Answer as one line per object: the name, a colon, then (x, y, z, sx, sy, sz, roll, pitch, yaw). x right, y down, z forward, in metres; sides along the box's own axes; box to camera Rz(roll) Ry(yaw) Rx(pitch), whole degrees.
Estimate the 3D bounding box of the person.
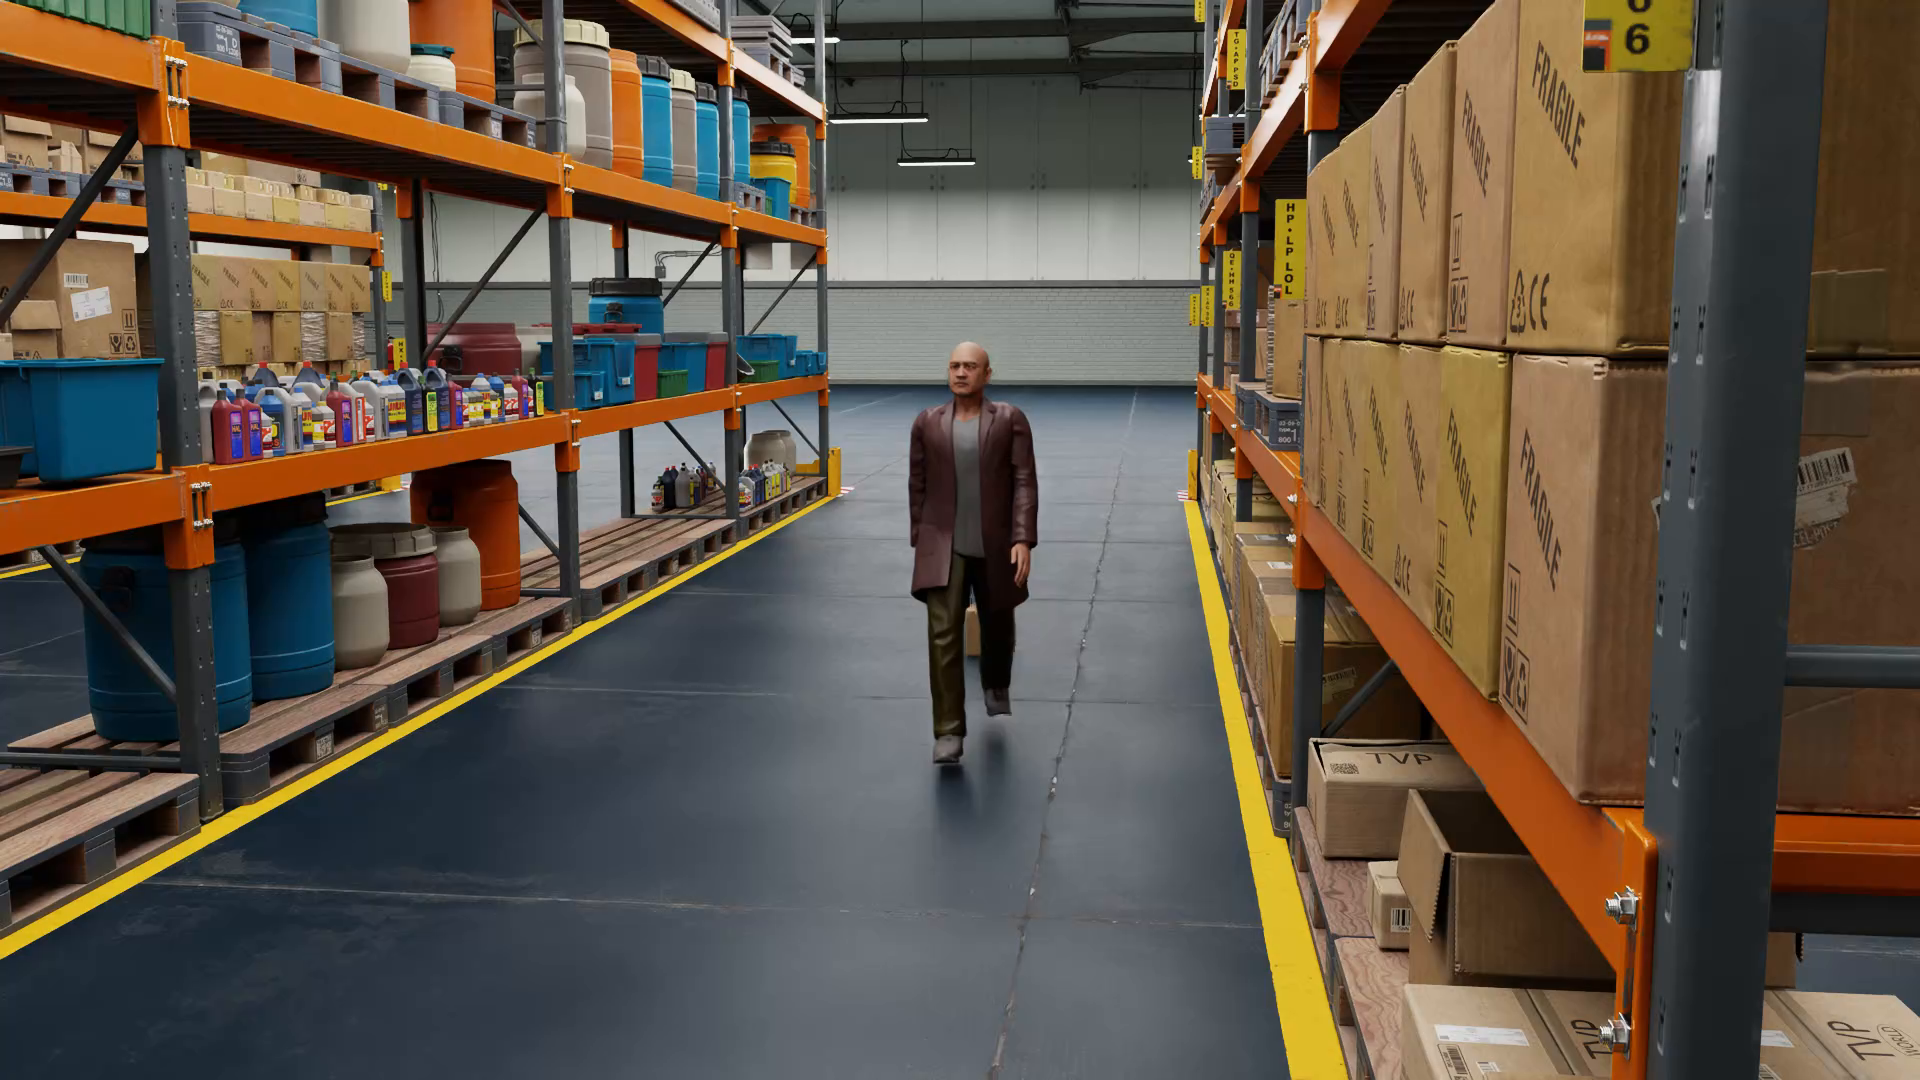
person: (0.052, 0.022, 7.138, 0.565, 1.733, 1.095, 0, 7, 3)
